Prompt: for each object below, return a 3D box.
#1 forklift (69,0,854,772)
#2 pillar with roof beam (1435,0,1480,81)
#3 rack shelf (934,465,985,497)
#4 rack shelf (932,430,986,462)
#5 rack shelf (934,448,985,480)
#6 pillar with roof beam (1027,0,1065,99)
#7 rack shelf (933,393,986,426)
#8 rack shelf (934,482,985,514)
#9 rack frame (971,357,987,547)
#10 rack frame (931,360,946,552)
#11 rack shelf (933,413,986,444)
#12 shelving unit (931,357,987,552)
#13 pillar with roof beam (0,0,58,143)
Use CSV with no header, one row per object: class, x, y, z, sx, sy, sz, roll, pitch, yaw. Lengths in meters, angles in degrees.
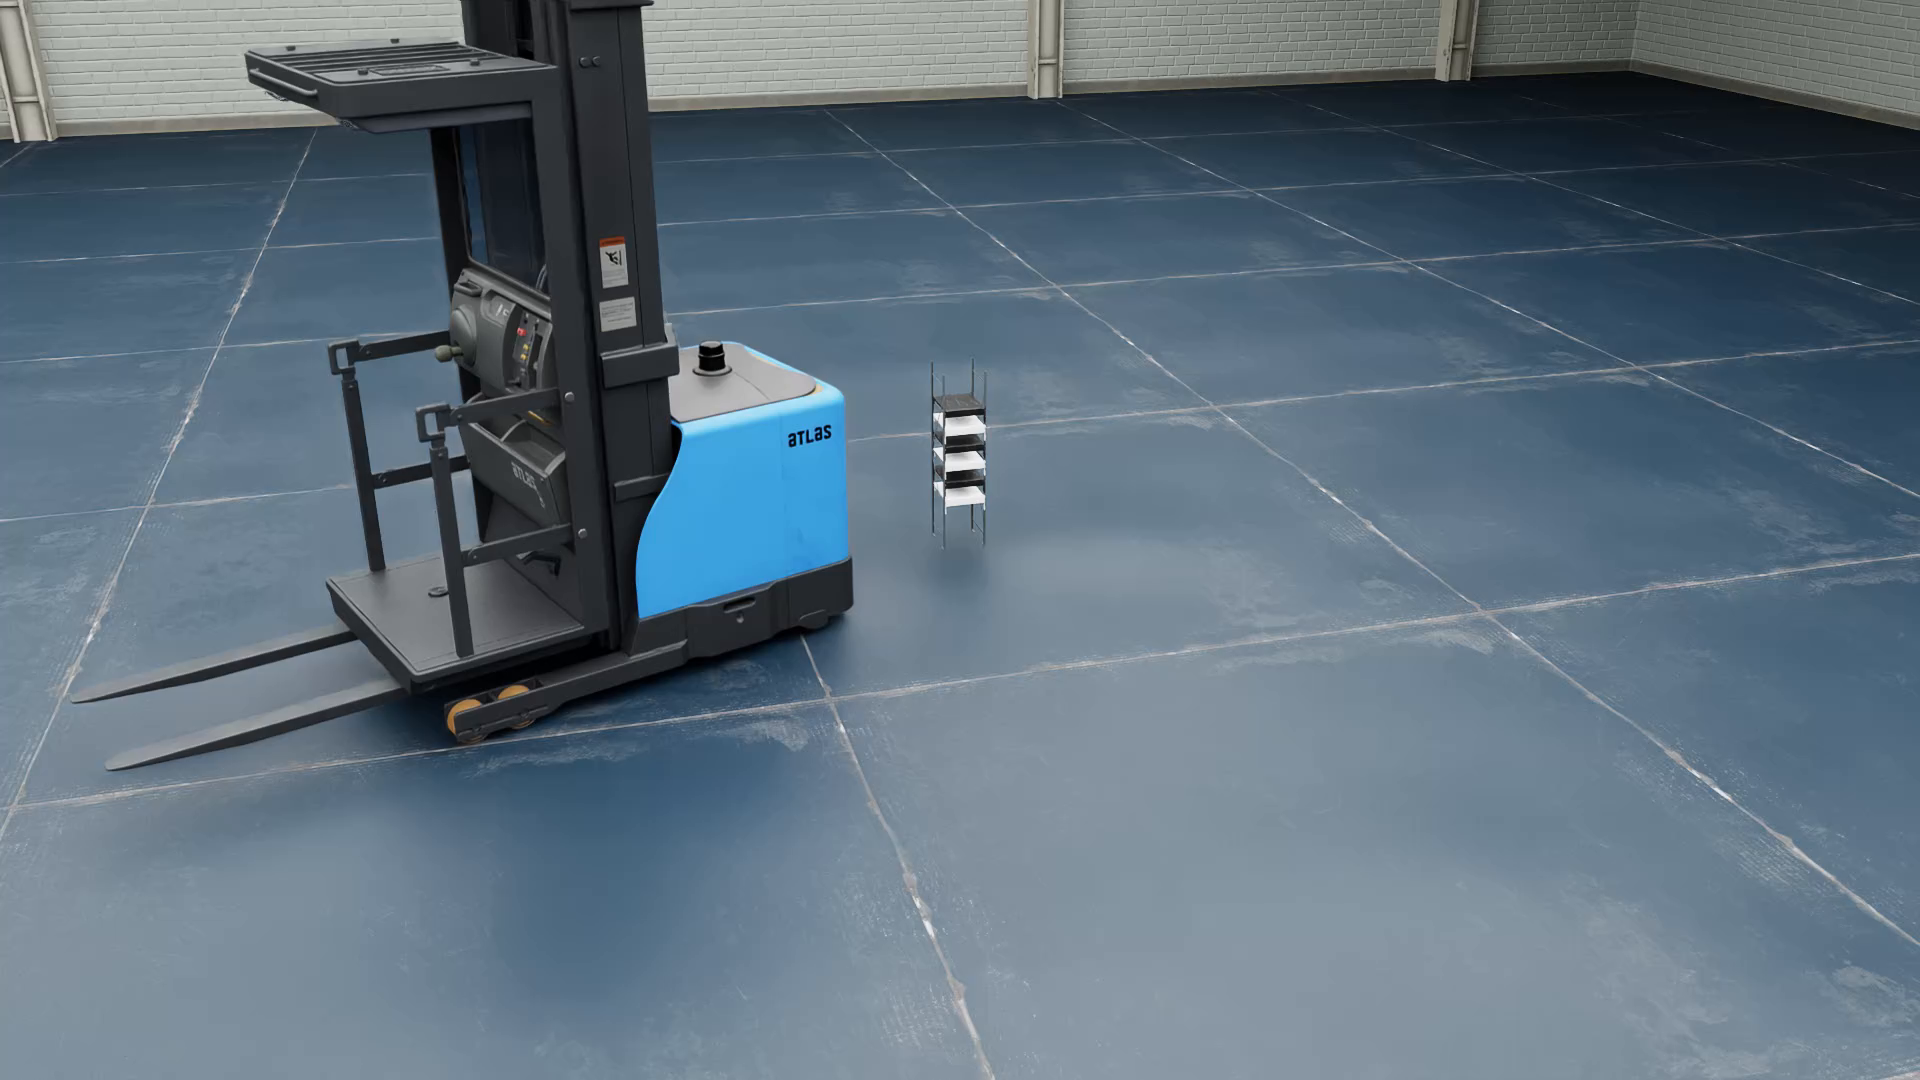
forklift,-1.961,-0.797,6.391,3.031,2.935,1.130,-16,28,-33
pillar with roof beam,8.050,-8.949,17.695,0.400,9.000,9.100,-6,24,-14
rack shelf,-0.008,-0.299,8.119,0.200,0.077,0.258,-6,24,-14
rack shelf,-0.008,-0.465,8.048,0.200,0.077,0.258,-6,24,-14
rack shelf,-0.008,-0.382,8.084,0.200,0.077,0.258,-6,24,-14
pillar with roof beam,2.273,-8.310,16.205,0.400,9.000,9.100,-6,24,-14
rack shelf,-0.008,-0.630,7.977,0.200,0.077,0.258,-6,24,-14
rack shelf,-0.008,-0.217,8.155,0.200,0.077,0.258,-6,24,-14
rack frame,0.090,-0.424,8.096,0.006,0.900,0.240,-6,24,-14
rack frame,-0.106,-0.402,8.045,0.006,0.900,0.240,-6,24,-14
rack shelf,-0.008,-0.547,8.013,0.200,0.077,0.258,-6,24,-14
shelving unit,-0.008,-0.413,8.071,0.210,0.900,0.258,-6,24,-14
pillar with roof beam,-9.281,-7.032,13.226,0.400,9.000,9.100,-6,24,-14
